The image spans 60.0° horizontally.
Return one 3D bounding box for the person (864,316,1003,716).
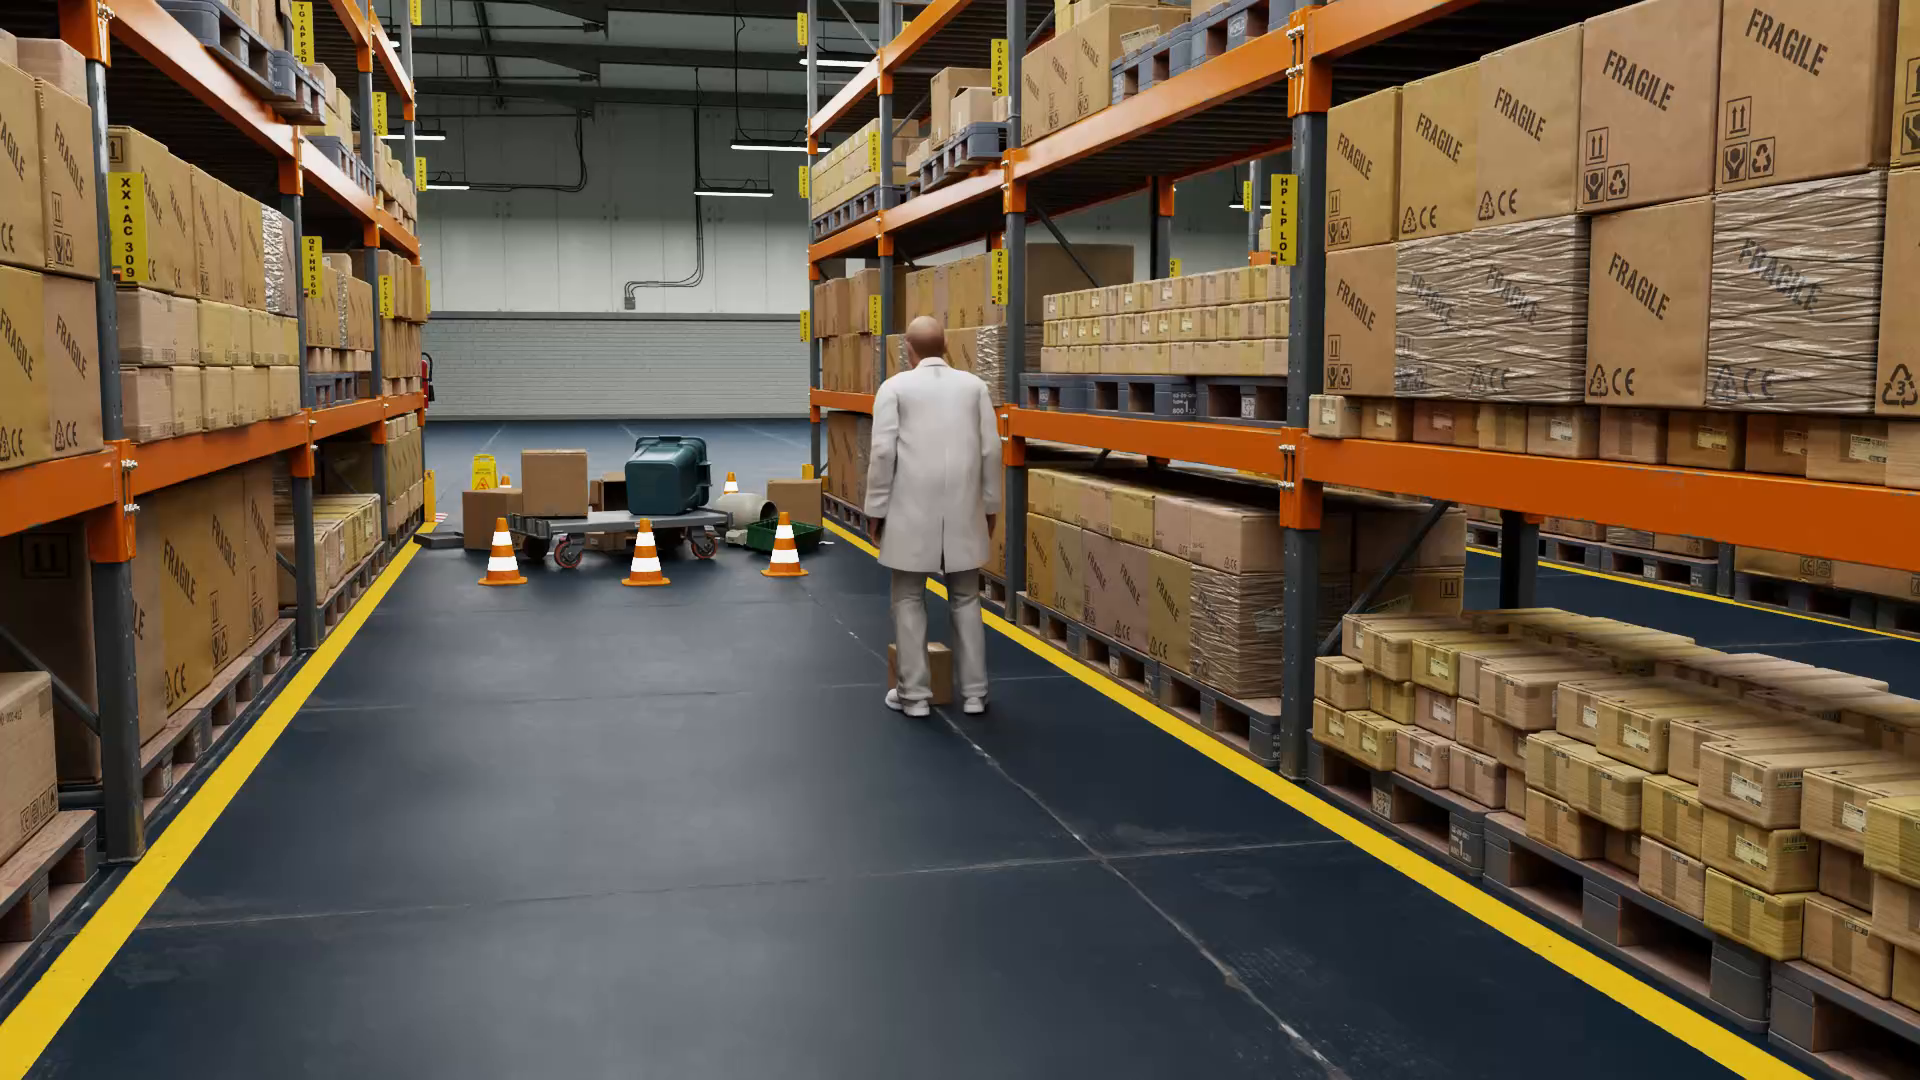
[{"bbox_3d":[-0.119,-0.109,7.433,0.640,1.772,0.428,-2,6,-16],"label":"person"}]
